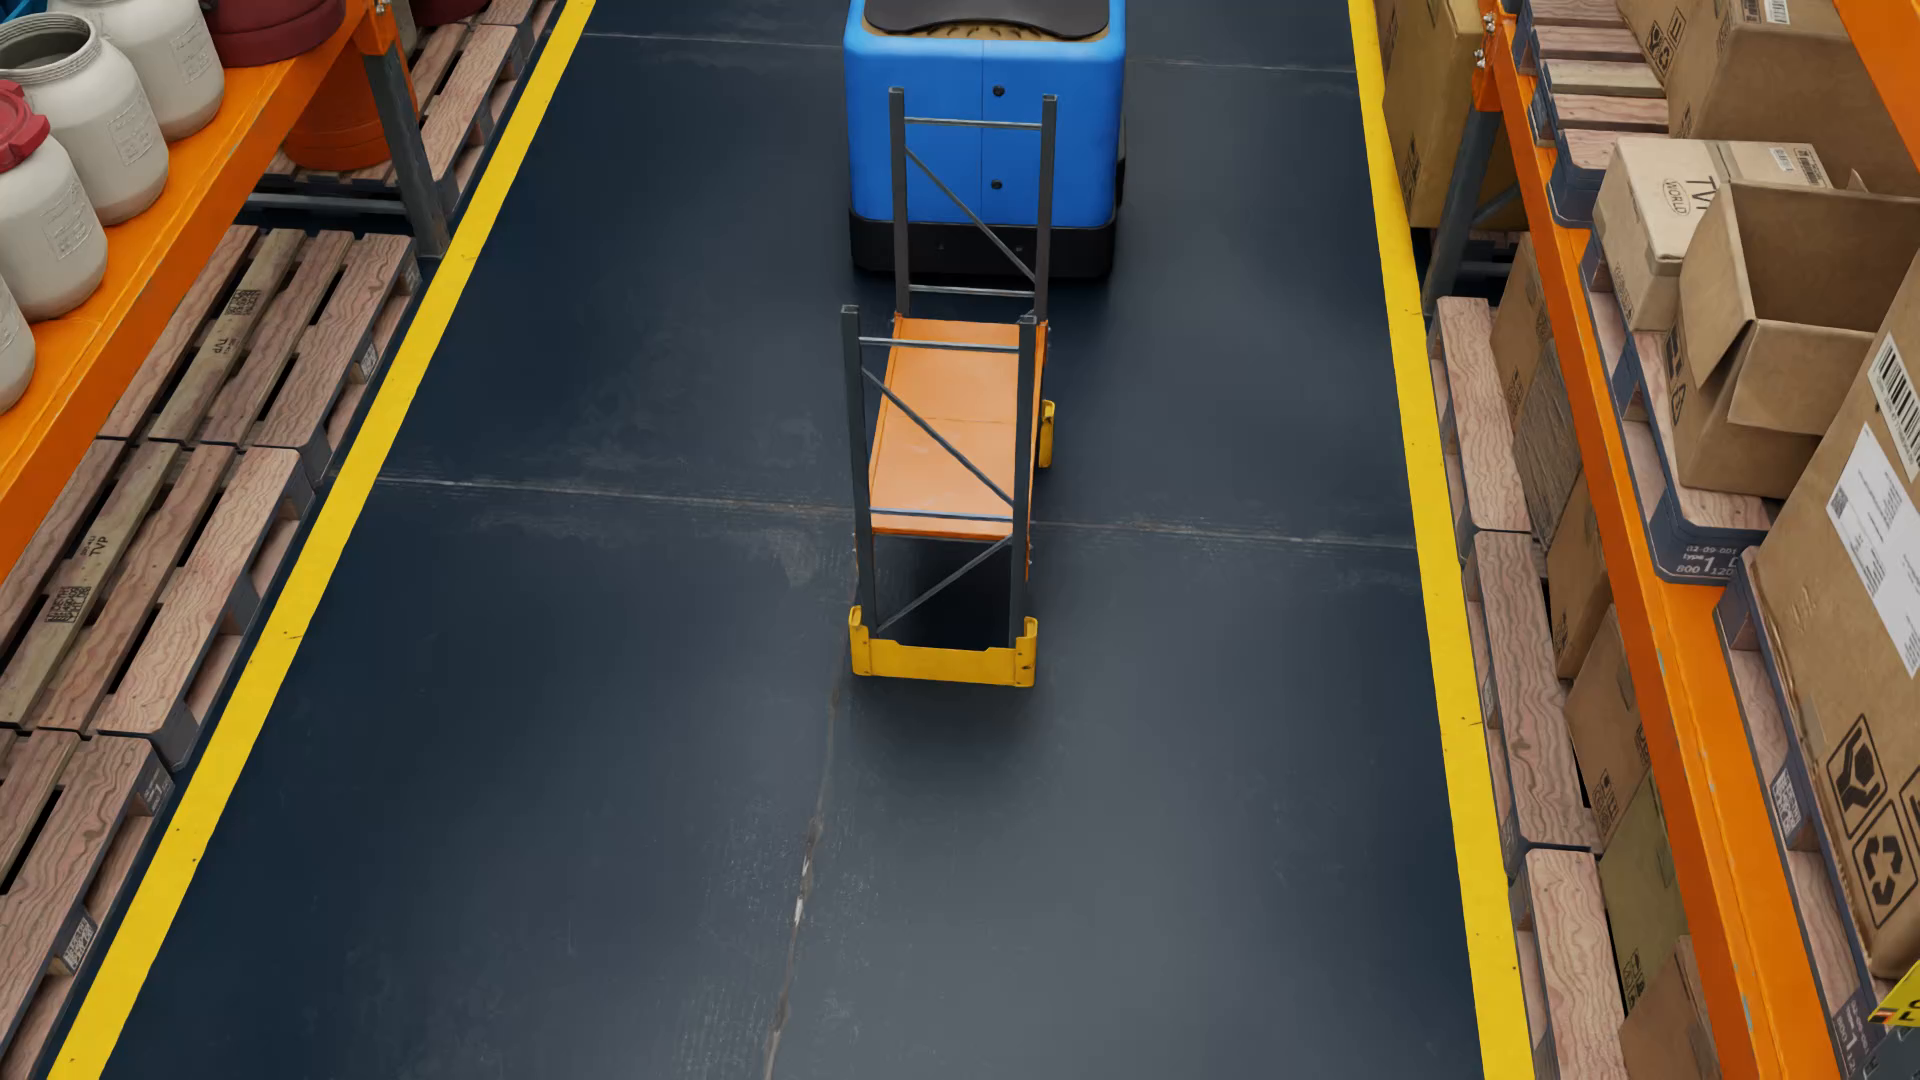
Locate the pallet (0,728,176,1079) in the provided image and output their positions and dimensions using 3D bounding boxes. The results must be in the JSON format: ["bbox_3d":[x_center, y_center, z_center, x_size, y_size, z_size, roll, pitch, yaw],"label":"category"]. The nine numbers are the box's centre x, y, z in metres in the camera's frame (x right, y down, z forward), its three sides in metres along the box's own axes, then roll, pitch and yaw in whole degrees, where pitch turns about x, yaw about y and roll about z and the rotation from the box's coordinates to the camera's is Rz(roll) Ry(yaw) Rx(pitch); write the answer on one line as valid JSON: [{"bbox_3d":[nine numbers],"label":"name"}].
[{"bbox_3d":[-2.937,1.069,4.629,1.003,0.211,1.213,4,48,4],"label":"pallet"}]

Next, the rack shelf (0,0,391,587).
[{"bbox_3d":[-2.788,-0.519,4.680,1.077,0.370,4.000,4,48,4],"label":"rack shelf"}]

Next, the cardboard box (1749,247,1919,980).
[{"bbox_3d":[2.174,0.122,2.915,1.000,1.000,1.000,4,48,4],"label":"cardboard box"}]

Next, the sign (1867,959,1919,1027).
[{"bbox_3d":[1.409,0.615,2.370,0.100,0.325,0.005,4,48,4],"label":"sign"}]

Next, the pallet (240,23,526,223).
[{"bbox_3d":[-2.575,-1.873,7.320,1.003,0.211,1.213,4,48,4],"label":"pallet"}]

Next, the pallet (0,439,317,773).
[{"bbox_3d":[-2.829,0.170,5.452,1.003,0.211,1.213,4,48,4],"label":"pallet"}]

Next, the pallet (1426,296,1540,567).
[{"bbox_3d":[2.254,-0.384,5.958,1.003,0.211,1.213,4,48,4],"label":"pallet"}]

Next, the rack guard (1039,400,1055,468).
[{"bbox_3d":[0.038,-0.394,5.941,0.587,0.250,0.087,4,48,4],"label":"rack guard"}]

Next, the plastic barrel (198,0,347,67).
[{"bbox_3d":[-2.346,-1.916,5.378,0.600,0.536,0.708,4,48,4],"label":"plastic barrel"}]

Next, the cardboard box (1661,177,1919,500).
[{"bbox_3d":[2.028,-0.416,3.743,0.797,0.503,0.637,8,48,8],"label":"cardboard box"}]

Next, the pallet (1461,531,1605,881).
[{"bbox_3d":[2.140,0.510,5.140,1.003,0.211,1.213,4,48,4],"label":"pallet"}]

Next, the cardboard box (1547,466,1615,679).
[{"bbox_3d":[2.203,0.116,5.007,0.700,0.500,0.500,7,48,7],"label":"cardboard box"}]

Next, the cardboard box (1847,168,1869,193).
[{"bbox_3d":[2.444,-0.752,4.211,0.396,0.266,0.258,3,48,2],"label":"cardboard box"}]

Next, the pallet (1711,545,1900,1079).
[{"bbox_3d":[2.177,0.553,3.341,1.003,0.211,1.213,4,48,4],"label":"pallet"}]

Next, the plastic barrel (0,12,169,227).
[{"bbox_3d":[-2.525,-1.190,4.730,0.421,0.512,0.421,0,48,0],"label":"plastic barrel"}]

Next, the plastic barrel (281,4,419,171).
[{"bbox_3d":[-2.578,-2.002,6.734,0.600,0.830,0.708,4,48,4],"label":"plastic barrel"}]

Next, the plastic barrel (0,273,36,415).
[{"bbox_3d":[-2.598,-0.566,4.143,0.433,0.535,0.433,0,48,0],"label":"plastic barrel"}]

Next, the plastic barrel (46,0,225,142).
[{"bbox_3d":[-2.487,-1.499,5.013,0.421,0.512,0.421,0,48,0],"label":"plastic barrel"}]

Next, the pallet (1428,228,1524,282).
[{"bbox_3d":[2.474,-1.532,7.008,1.003,0.211,1.213,4,48,4],"label":"pallet"}]

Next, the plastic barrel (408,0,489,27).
[{"bbox_3d":[-2.475,-2.750,7.582,0.600,0.588,0.708,4,48,4],"label":"plastic barrel"}]

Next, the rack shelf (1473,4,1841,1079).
[{"bbox_3d":[2.144,-0.186,4.375,1.077,0.370,4.000,4,48,4],"label":"rack shelf"}]

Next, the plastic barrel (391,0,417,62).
[{"bbox_3d":[-2.616,-2.316,7.236,0.421,0.512,0.421,0,48,0],"label":"plastic barrel"}]

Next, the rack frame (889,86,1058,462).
[{"bbox_3d":[0.039,-0.817,5.481,0.500,1.500,0.032,4,48,4],"label":"rack frame"}]

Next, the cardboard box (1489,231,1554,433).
[{"bbox_3d":[2.286,-0.710,5.762,0.700,0.500,0.500,2,48,1],"label":"cardboard box"}]

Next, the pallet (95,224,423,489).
[{"bbox_3d":[-2.715,-0.724,6.269,1.003,0.211,1.213,4,48,4],"label":"pallet"}]

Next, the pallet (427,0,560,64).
[{"bbox_3d":[-2.461,-2.767,8.138,1.003,0.211,1.213,4,48,4],"label":"pallet"}]

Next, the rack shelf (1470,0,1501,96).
[{"bbox_3d":[2.509,-3.126,7.064,1.077,0.370,4.000,4,48,4],"label":"rack shelf"}]

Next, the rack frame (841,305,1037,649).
[{"bbox_3d":[-0.054,-0.070,4.798,0.500,1.500,0.032,4,48,4],"label":"rack frame"}]

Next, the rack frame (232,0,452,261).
[{"bbox_3d":[-2.606,-2.232,5.759,1.000,3.000,0.127,4,48,4],"label":"rack frame"}]

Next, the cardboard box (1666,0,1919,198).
[{"bbox_3d":[2.366,-1.258,4.515,0.700,0.500,0.500,10,48,9],"label":"cardboard box"}]

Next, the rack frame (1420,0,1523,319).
[{"bbox_3d":[2.327,-1.899,5.454,1.000,3.000,0.127,4,48,4],"label":"rack frame"}]

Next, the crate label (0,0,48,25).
[{"bbox_3d":[-2.965,-1.532,5.094,0.502,0.435,0.616,4,48,4],"label":"crate label"}]

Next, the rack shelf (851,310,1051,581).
[{"bbox_3d":[-0.008,-0.322,5.272,0.538,0.185,1.000,4,48,4],"label":"rack shelf"}]

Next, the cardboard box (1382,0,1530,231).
[{"bbox_3d":[2.410,-1.829,6.545,1.225,0.875,0.875,2,48,2],"label":"cardboard box"}]

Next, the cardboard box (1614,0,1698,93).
[{"bbox_3d":[2.317,-1.675,4.897,0.500,0.500,0.500,-1,48,-1],"label":"cardboard box"}]

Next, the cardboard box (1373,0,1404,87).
[{"bbox_3d":[2.499,-2.484,7.144,1.225,0.875,0.875,4,48,4],"label":"cardboard box"}]

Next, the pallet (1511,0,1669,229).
[{"bbox_3d":[2.368,-1.303,5.039,1.213,0.211,1.003,4,48,4],"label":"pallet"}]

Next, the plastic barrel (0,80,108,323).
[{"bbox_3d":[-2.558,-0.884,4.433,0.433,0.535,0.433,0,48,0],"label":"plastic barrel"}]

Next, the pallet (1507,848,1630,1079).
[{"bbox_3d":[2.032,1.409,4.318,1.003,0.211,1.213,4,48,4],"label":"pallet"}]

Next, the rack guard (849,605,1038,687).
[{"bbox_3d":[-0.052,0.338,5.272,0.587,0.250,0.087,4,48,4],"label":"rack guard"}]

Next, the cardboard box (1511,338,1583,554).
[{"bbox_3d":[2.248,-0.301,5.389,0.700,0.500,0.500,0,48,0],"label":"cardboard box"}]

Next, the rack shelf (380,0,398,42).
[{"bbox_3d":[-2.423,-3.459,7.368,1.077,0.370,4.000,4,48,4],"label":"rack shelf"}]

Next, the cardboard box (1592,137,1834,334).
[{"bbox_3d":[1.945,-0.774,4.242,0.500,0.250,0.500,3,48,2],"label":"cardboard box"}]

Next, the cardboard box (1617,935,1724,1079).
[{"bbox_3d":[2.040,1.286,3.937,0.700,0.500,0.500,1,48,1],"label":"cardboard box"}]

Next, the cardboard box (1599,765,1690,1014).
[{"bbox_3d":[2.102,0.937,4.256,0.700,0.500,0.500,4,48,3],"label":"cardboard box"}]

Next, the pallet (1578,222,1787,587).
[{"bbox_3d":[2.187,-0.377,4.192,1.003,0.211,1.213,4,48,4],"label":"pallet"}]

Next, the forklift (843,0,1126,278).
[{"bbox_3d":[0.170,-3.113,6.611,1.130,2.935,3.031,2,48,2],"label":"forklift"}]

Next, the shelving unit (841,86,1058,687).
[{"bbox_3d":[-0.007,-0.450,5.145,0.587,1.500,1.083,4,48,4],"label":"shelving unit"}]

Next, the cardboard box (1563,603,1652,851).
[{"bbox_3d":[2.152,0.526,4.632,0.700,0.500,0.500,0,48,0],"label":"cardboard box"}]
